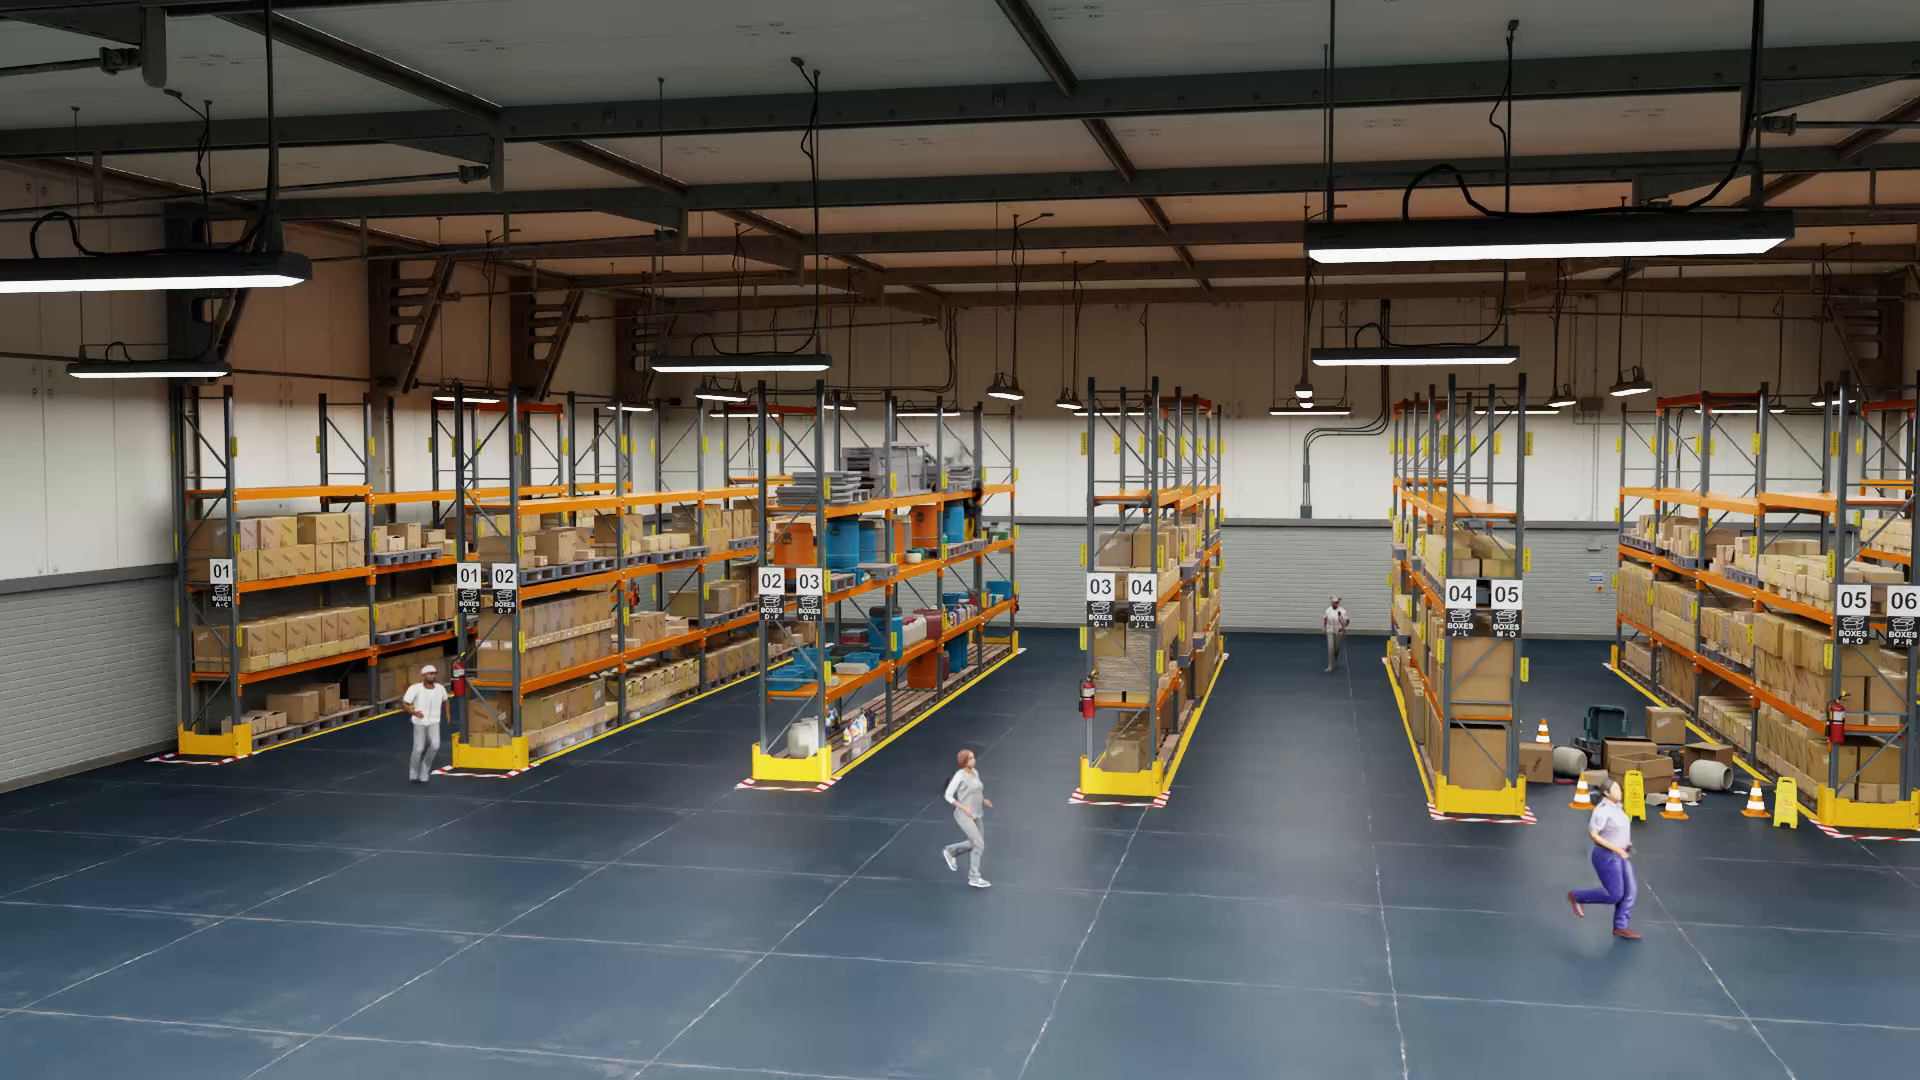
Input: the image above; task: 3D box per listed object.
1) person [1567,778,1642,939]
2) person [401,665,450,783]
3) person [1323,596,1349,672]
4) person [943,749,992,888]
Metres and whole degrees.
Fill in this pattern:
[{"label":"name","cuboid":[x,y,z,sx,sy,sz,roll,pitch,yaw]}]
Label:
[{"label":"person","cuboid":[6.651,3.244,17.061,0.734,1.609,0.607,3,4,42]},{"label":"person","cuboid":[-7.947,2.742,24.848,0.766,1.742,0.617,-2,4,-35]},{"label":"person","cuboid":[8.429,2.086,37.261,0.591,1.710,0.767,1,3,19]},{"label":"person","cuboid":[0.054,3.159,18.989,0.680,1.553,0.542,2,4,33]}]
